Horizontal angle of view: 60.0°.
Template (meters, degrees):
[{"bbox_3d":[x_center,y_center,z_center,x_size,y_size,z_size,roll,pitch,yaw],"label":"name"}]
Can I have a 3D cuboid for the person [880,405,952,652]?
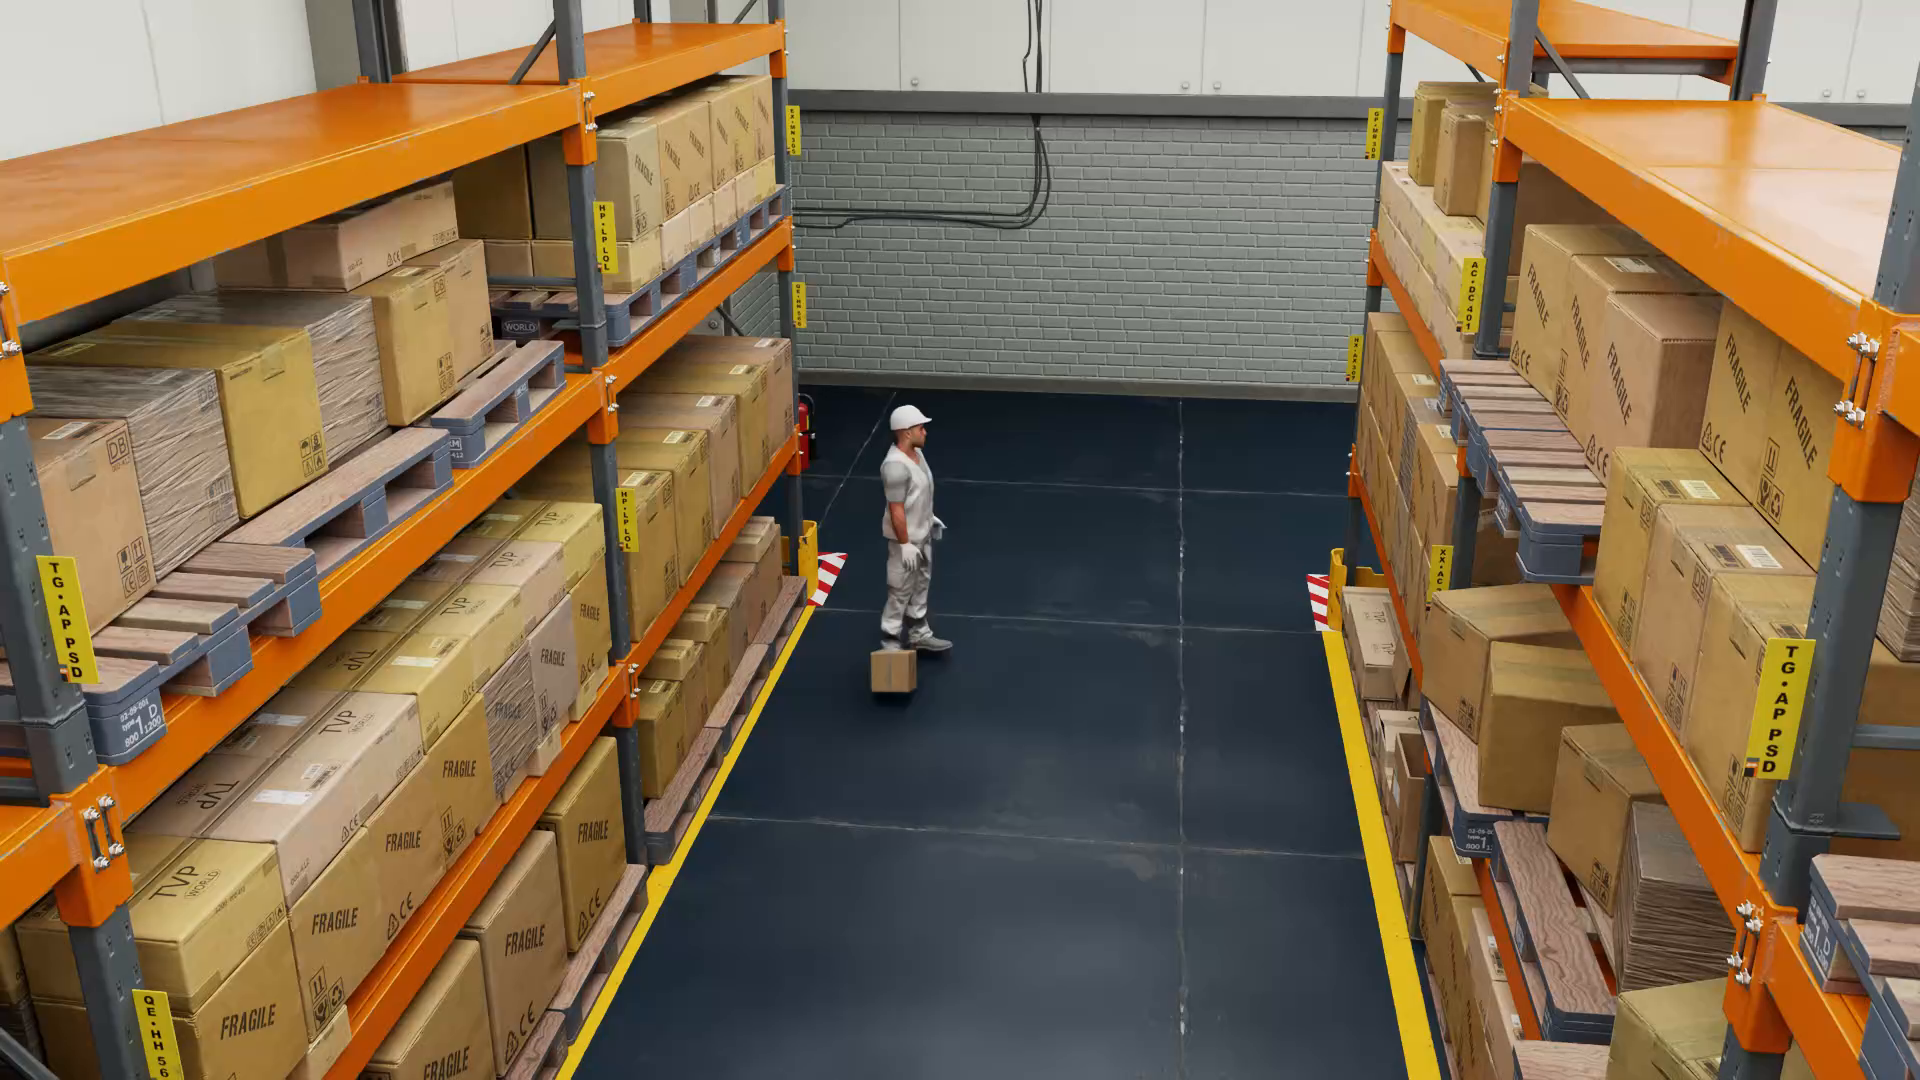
[{"bbox_3d":[-0.296,-0.027,11.028,0.423,1.794,0.623,6,22,14],"label":"person"}]
